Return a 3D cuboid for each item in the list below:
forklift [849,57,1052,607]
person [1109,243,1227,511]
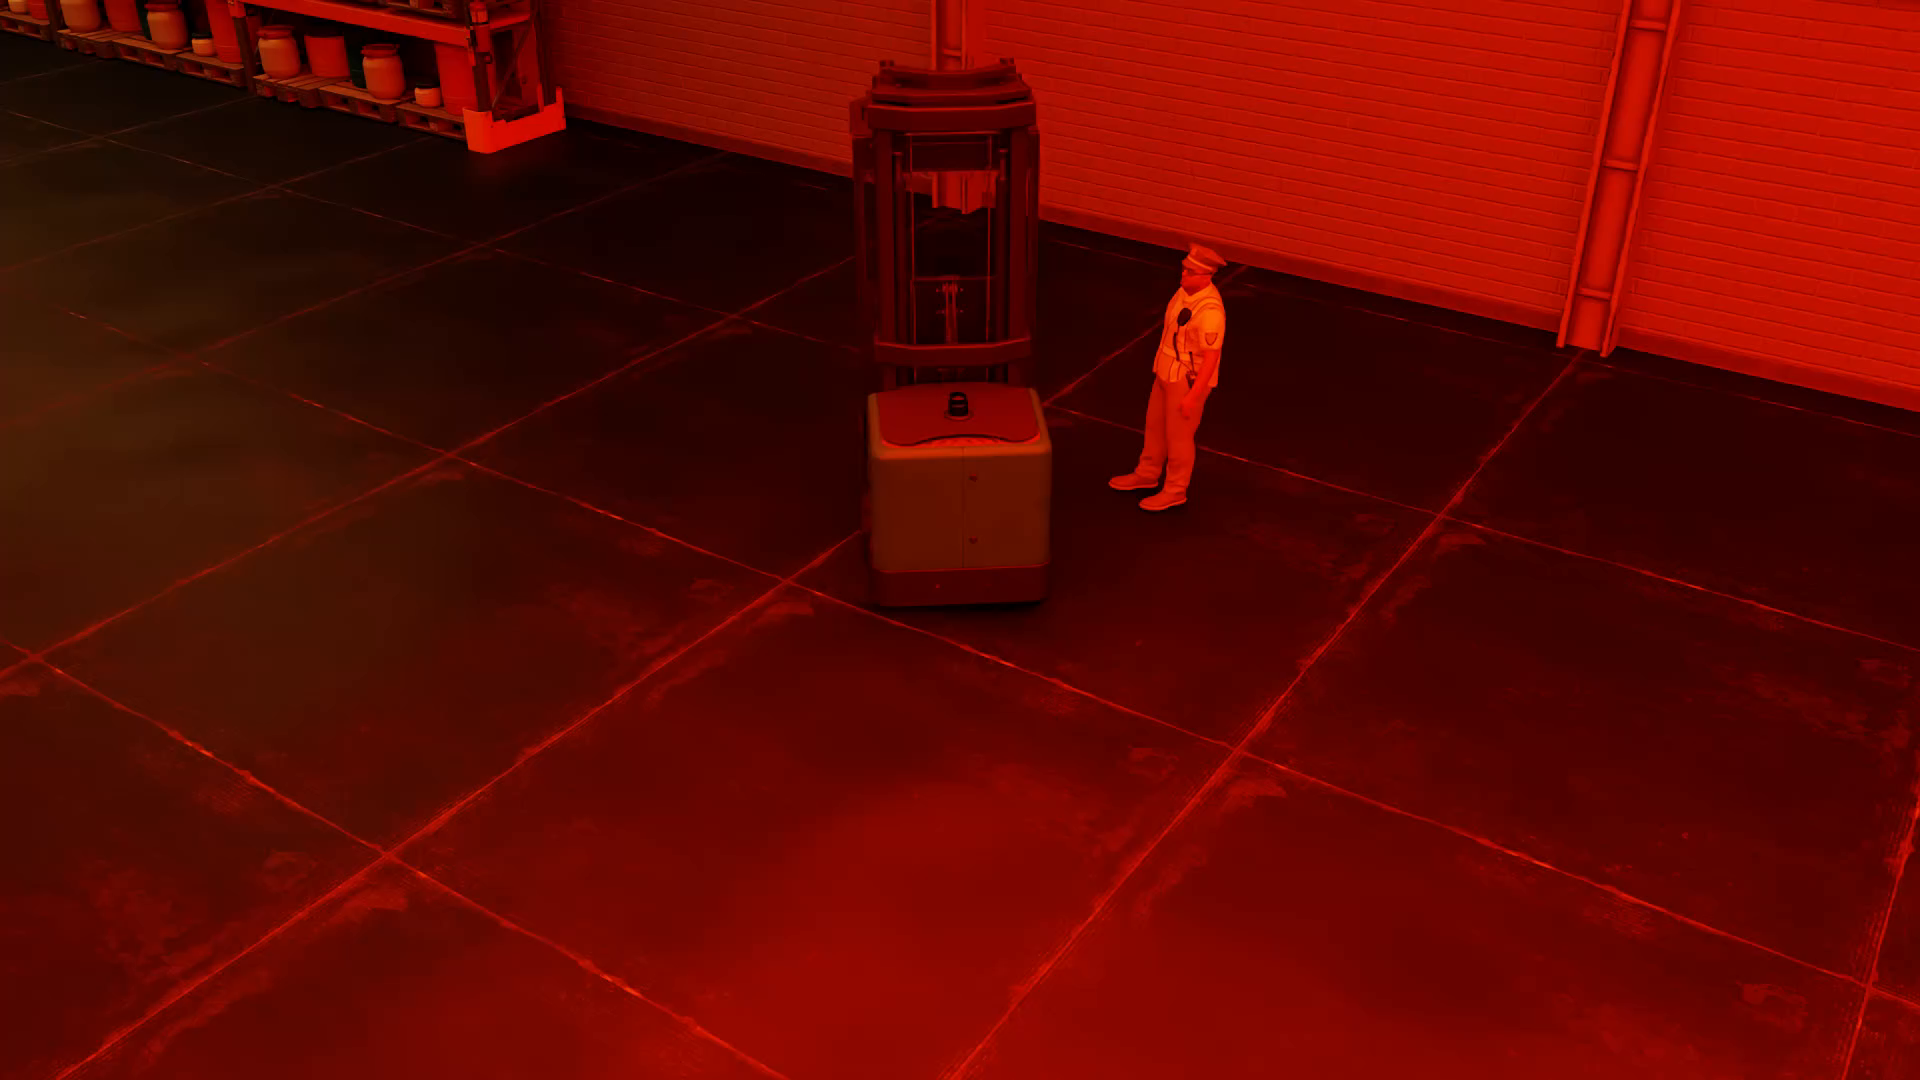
[{"bbox_3d":[-0.102,-1.589,10.317,1.130,2.935,3.031,-2,30,-4],"label":"forklift"},{"bbox_3d":[1.328,-1.024,10.472,0.574,1.781,0.640,-6,31,-10],"label":"person"}]
